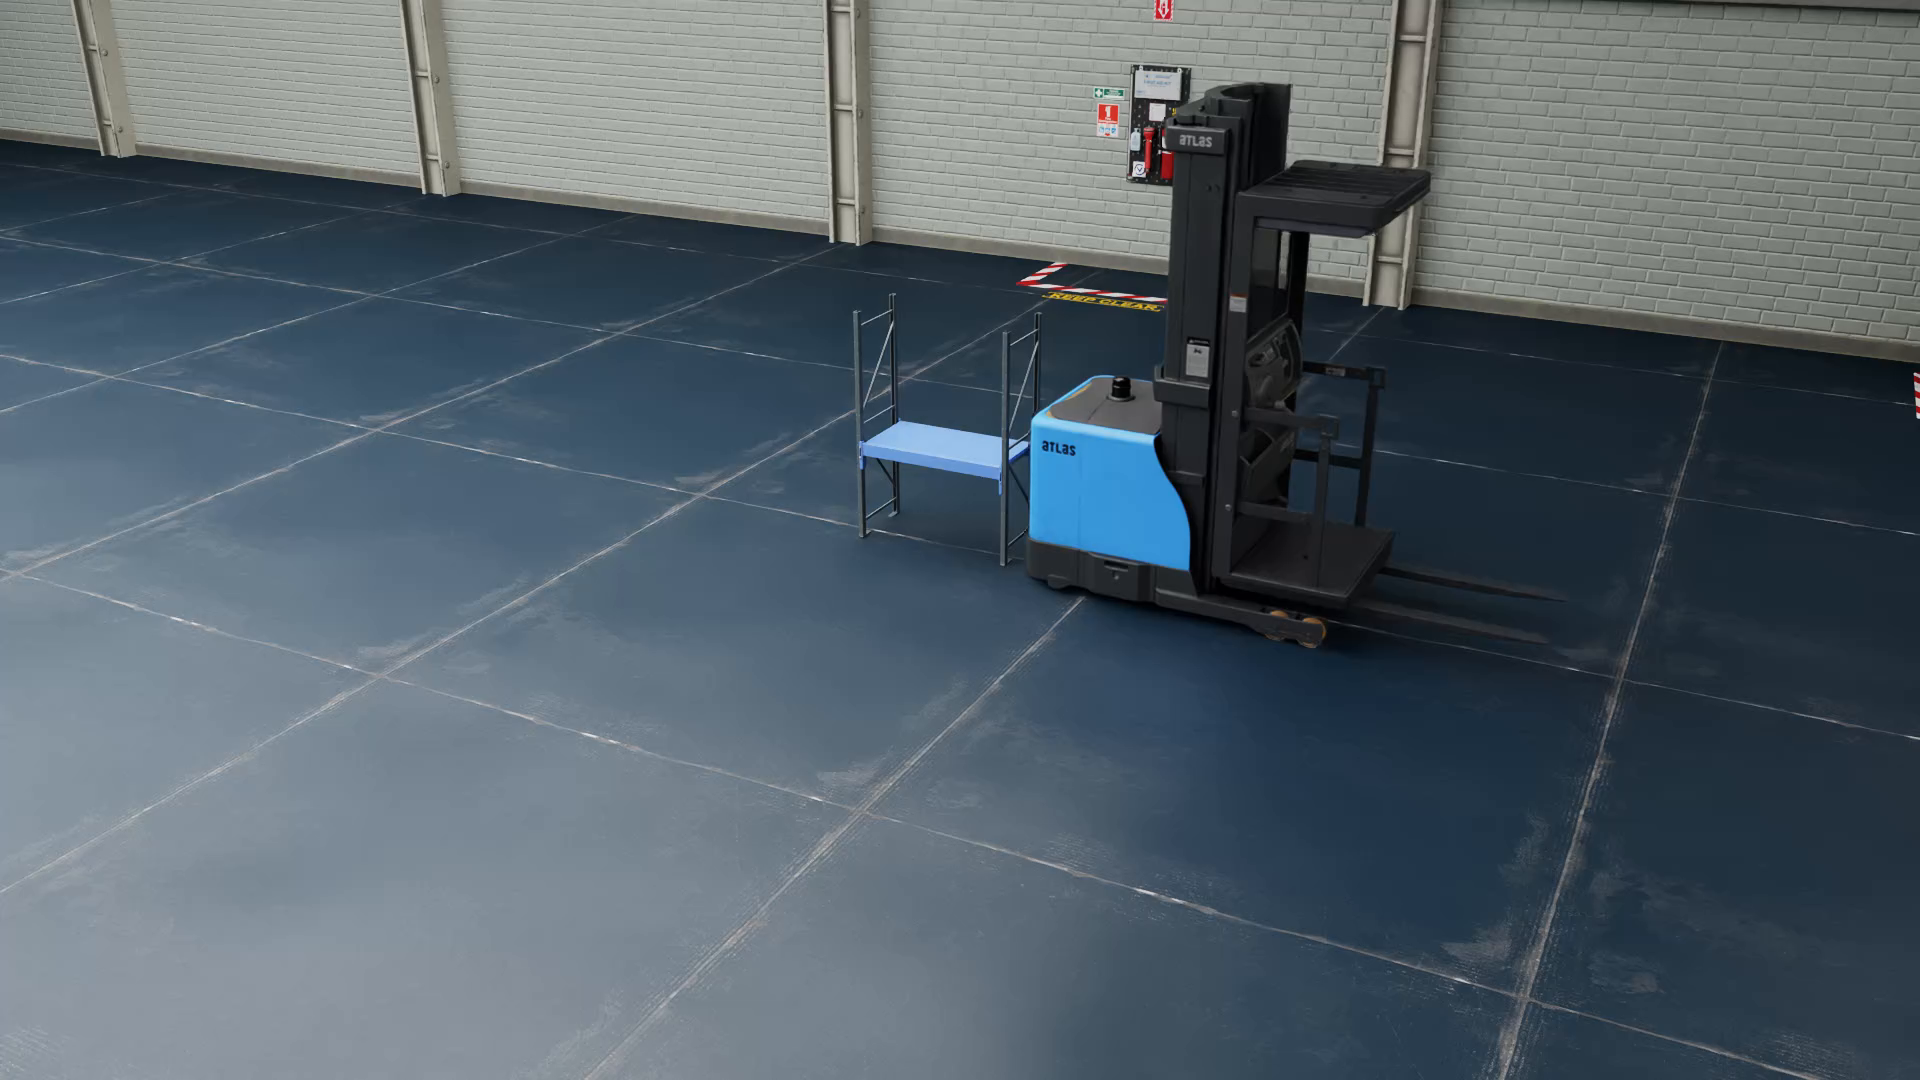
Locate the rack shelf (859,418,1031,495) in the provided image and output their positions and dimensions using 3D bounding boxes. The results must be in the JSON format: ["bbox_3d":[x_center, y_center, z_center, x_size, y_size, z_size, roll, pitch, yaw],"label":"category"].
[{"bbox_3d":[-0.076,-0.540,10.562,1.000,0.185,0.538,11,25,25],"label":"rack shelf"}]

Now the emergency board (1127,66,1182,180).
[{"bbox_3d":[1.954,-4.117,16.598,0.636,1.158,0.192,11,25,25],"label":"emergency board"}]

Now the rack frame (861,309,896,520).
[{"bbox_3d":[-0.531,-0.794,10.702,0.013,1.308,0.475,11,25,25],"label":"rack frame"}]

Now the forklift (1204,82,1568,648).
[{"bbox_3d":[1.948,-0.980,9.309,3.031,2.935,1.121,12,26,25],"label":"forklift"}]

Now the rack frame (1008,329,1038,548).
[{"bbox_3d":[0.377,-0.615,10.279,0.013,1.308,0.475,11,25,25],"label":"rack frame"}]

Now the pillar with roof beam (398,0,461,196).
[{"bbox_3d":[-8.512,-7.044,15.816,0.400,9.000,9.100,11,25,25],"label":"pillar with roof beam"}]

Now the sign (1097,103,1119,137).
[{"bbox_3d":[1.504,-4.268,16.908,0.234,0.329,0.001,11,25,25],"label":"sign"}]

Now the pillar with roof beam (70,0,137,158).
[{"bbox_3d":[-13.866,-8.104,18.307,0.400,9.000,9.100,11,25,25],"label":"pillar with roof beam"}]

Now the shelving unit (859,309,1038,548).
[{"bbox_3d":[-0.076,-0.705,10.492,1.030,1.308,0.538,11,25,25],"label":"shelving unit"}]

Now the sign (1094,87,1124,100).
[{"bbox_3d":[1.505,-4.508,16.795,0.331,0.109,0.001,11,25,25],"label":"sign"}]

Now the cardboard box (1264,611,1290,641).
[{"bbox_3d":[1.796,0.484,9.411,0.160,0.156,0.130,11,25,24],"label":"cardboard box"}]

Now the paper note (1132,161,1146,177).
[{"bbox_3d":[1.825,-3.768,16.903,0.142,0.148,0.016,11,25,25],"label":"paper note"}]
